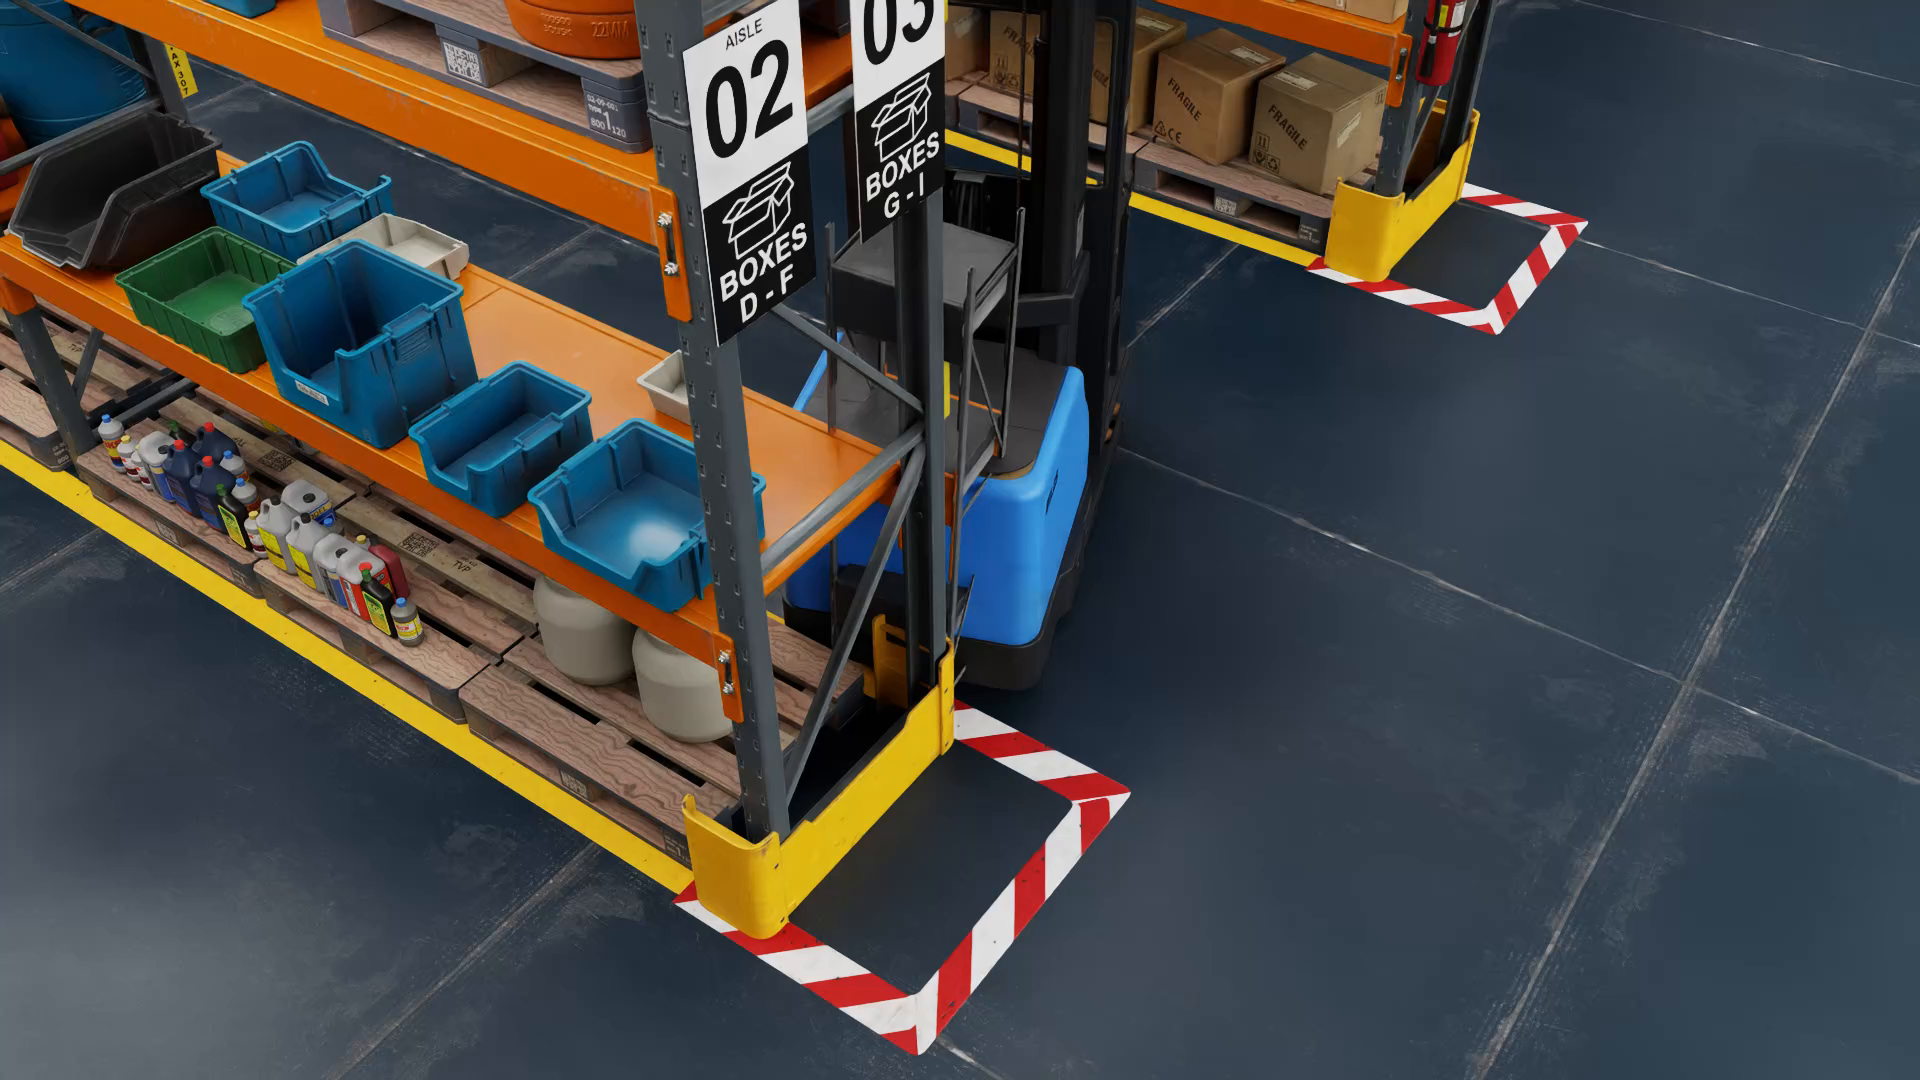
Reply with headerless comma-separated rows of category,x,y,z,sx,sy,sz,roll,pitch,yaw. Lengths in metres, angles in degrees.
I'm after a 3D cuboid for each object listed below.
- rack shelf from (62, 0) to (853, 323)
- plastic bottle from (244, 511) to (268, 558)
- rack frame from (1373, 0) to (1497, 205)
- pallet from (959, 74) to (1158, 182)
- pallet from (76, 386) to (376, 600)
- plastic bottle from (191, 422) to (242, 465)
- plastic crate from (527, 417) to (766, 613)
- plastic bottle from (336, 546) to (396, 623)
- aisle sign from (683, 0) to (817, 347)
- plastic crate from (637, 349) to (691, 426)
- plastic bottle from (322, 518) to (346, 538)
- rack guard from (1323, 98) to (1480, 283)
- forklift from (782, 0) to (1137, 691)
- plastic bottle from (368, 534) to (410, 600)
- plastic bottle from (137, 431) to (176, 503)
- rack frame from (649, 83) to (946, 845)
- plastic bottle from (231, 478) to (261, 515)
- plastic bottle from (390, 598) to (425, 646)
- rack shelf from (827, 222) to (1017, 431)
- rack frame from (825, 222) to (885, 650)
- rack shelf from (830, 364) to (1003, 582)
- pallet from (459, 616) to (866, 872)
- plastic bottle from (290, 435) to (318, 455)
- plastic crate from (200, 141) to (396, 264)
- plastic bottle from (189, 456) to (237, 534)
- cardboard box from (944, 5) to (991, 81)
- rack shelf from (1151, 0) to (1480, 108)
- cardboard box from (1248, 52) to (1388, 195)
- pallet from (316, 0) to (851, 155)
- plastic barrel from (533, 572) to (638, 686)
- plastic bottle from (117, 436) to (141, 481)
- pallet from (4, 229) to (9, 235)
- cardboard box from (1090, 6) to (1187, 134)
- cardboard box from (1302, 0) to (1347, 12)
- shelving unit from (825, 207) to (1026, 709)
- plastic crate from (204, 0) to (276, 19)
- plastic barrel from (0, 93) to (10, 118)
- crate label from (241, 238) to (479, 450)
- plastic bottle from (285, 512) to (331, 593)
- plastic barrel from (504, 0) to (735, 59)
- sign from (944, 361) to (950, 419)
rack shelf,-2.021,-1.724,5.217,4.000,0.370,1.077,25,48,25
plastic bottle,-2.863,-0.032,6.805,0.097,0.201,0.097,0,42,0
rack frame,2.460,-2.813,8.144,0.127,3.000,1.000,25,48,25
pallet,0.758,-2.600,9.998,1.213,0.211,1.003,25,48,25
pallet,-3.133,-0.321,7.450,1.213,0.211,1.003,25,48,25
plastic bottle,-3.154,-0.360,7.059,0.185,0.351,0.144,25,48,25
plastic crate,-0.966,-0.081,5.203,0.616,0.251,0.499,25,48,25
plastic bottle,-2.330,0.167,6.526,0.135,0.276,0.152,25,48,26
aisle sign,-0.496,-0.888,4.043,0.004,0.787,0.394,25,48,25
plastic crate,-0.932,-0.529,5.789,0.250,0.136,0.298,25,48,25
plastic bottle,-2.548,-0.002,6.771,0.097,0.201,0.097,0,42,0
rack guard,2.398,-1.910,9.010,0.348,0.500,1.175,25,48,25
forklift,0.153,-1.499,6.727,1.130,2.935,3.031,10,43,10
plastic bottle,-2.269,0.106,6.589,0.133,0.283,0.061,25,48,25
plastic bottle,-3.369,-0.319,7.069,0.135,0.276,0.152,27,48,27
rack frame,-0.384,-0.109,5.122,0.127,3.000,1.000,25,48,25
plastic bottle,-2.940,-0.143,6.877,0.097,0.271,0.097,0,42,0
plastic bottle,-2.139,0.306,6.427,0.097,0.201,0.097,0,42,0
rack shelf,-0.121,-0.745,5.442,0.480,0.518,0.431,20,46,16
rack frame,-0.371,-0.331,5.986,0.015,2.100,0.400,20,46,16
rack shelf,-0.151,-0.242,5.927,0.480,0.518,0.431,20,46,16
pallet,-1.135,0.613,6.406,1.213,0.211,1.003,25,48,25
plastic bottle,-2.874,-0.536,7.312,0.135,0.276,0.152,25,48,25
plastic crate,-2.597,-1.309,6.575,0.616,0.251,0.499,25,48,25
plastic bottle,-3.082,-0.209,6.891,0.185,0.351,0.144,23,47,24
cardboard box,-0.037,-3.179,10.113,0.500,0.500,0.500,-26,48,-26
rack shelf,0.822,-3.310,9.239,4.000,0.370,1.077,25,48,25
cardboard box,1.958,-2.286,9.115,0.500,0.500,0.500,-33,51,-31
pallet,-1.005,-1.526,4.598,1.213,0.211,1.003,25,48,25
plastic barrel,-1.377,0.260,6.261,0.421,0.512,0.421,0,42,0
plastic bottle,-3.567,-0.361,7.172,0.097,0.201,0.097,0,42,0
pallet,-5.327,-1.347,8.597,1.213,0.211,1.003,25,48,25
cardboard box,0.947,-2.746,9.629,0.500,0.500,0.500,30,50,29
cardboard box,1.904,-2.811,8.331,0.250,0.149,0.380,25,48,25
shelving unit,-0.151,-0.251,5.917,0.503,2.100,0.431,20,46,16
plastic crate,-2.118,-1.786,4.759,0.575,0.384,0.392,25,48,25
plastic barrel,-4.316,-2.177,7.331,0.433,0.535,0.433,0,42,0
crate label,-2.046,-0.679,5.733,0.616,0.435,0.502,25,48,25
plastic bottle,-2.581,0.025,6.629,0.185,0.351,0.144,27,48,27
plastic barrel,-0.855,-1.660,3.969,0.708,0.830,0.600,25,48,25
sign,-0.065,-0.510,5.363,0.005,0.325,0.100,25,48,25
